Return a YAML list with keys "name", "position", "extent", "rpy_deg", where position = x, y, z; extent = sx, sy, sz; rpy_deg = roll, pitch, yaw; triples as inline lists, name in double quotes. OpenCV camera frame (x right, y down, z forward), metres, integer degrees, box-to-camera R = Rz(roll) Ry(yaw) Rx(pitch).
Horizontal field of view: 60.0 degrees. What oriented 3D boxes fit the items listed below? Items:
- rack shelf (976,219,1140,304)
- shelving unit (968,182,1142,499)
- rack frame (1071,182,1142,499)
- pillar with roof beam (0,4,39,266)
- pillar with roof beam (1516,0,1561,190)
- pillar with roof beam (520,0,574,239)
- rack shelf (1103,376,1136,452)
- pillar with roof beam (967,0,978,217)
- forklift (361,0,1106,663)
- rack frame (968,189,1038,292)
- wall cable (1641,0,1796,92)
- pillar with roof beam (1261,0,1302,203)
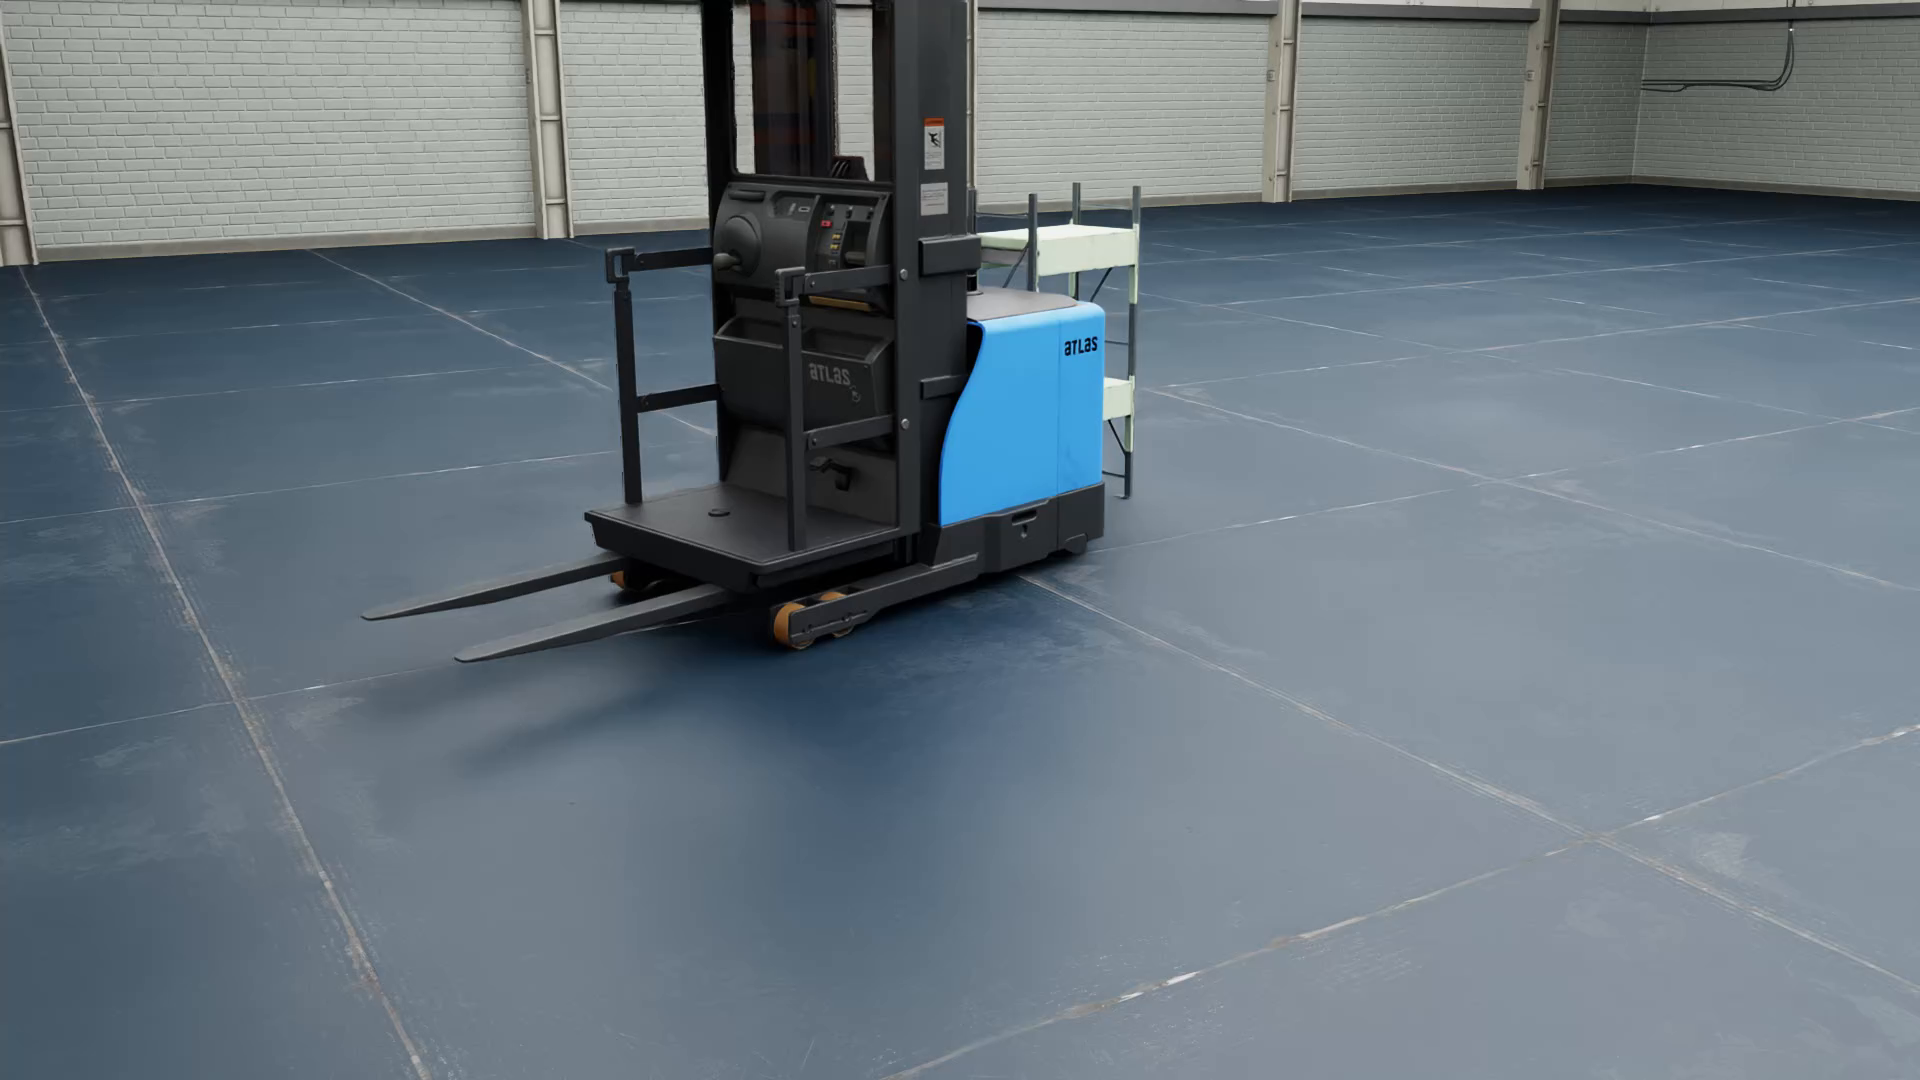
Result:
- name: "rack shelf"
  position: [0.439, -1.264, 7.696]
  extent: [0.431, 0.370, 0.720]
  rpy_deg: [14, 21, 42]
- name: "shelving unit"
  position: [0.439, -0.889, 7.801]
  extent: [0.431, 1.500, 0.755]
  rpy_deg: [14, 21, 42]
- name: "rack frame"
  position: [0.692, -0.960, 8.056]
  extent: [0.400, 1.500, 0.023]
  rpy_deg: [14, 21, 42]
- name: "pillar with roof beam"
  position: [-8.067, -6.347, 13.379]
  extent: [0.400, 9.000, 9.100]
  rpy_deg: [-9, 18, -30]
- name: "pillar with roof beam"
  position: [12.505, -9.683, 25.280]
  extent: [0.400, 9.000, 9.100]
  rpy_deg: [-9, 18, -30]
- name: "pillar with roof beam"
  position: [-2.924, -7.181, 16.354]
  extent: [0.400, 9.000, 9.100]
  rpy_deg: [-9, 18, -30]
- name: "rack shelf"
  position: [0.439, -0.575, 7.889]
  extent: [0.431, 0.370, 0.720]
  rpy_deg: [14, 21, 42]
- name: "pillar with roof beam"
  position: [2.219, -8.015, 19.329]
  extent: [0.400, 9.000, 9.100]
  rpy_deg: [-9, 18, -30]
- name: "forklift"
  position: [-0.756, -1.172, 6.160]
  extent: [1.130, 2.935, 3.031]
  rpy_deg: [14, 21, 42]
- name: "rack frame"
  position: [0.186, -0.817, 7.546]
  extent: [0.400, 1.500, 0.023]
  rpy_deg: [14, 21, 42]
- name: "wall cable"
  position: [13.494, -9.287, 29.622]
  extent: [0.112, 2.526, 3.097]
  rpy_deg: [-9, 18, -30]
- name: "pillar with roof beam"
  position: [7.362, -8.849, 22.305]
  extent: [0.400, 9.000, 9.100]
  rpy_deg: [-9, 18, -30]
